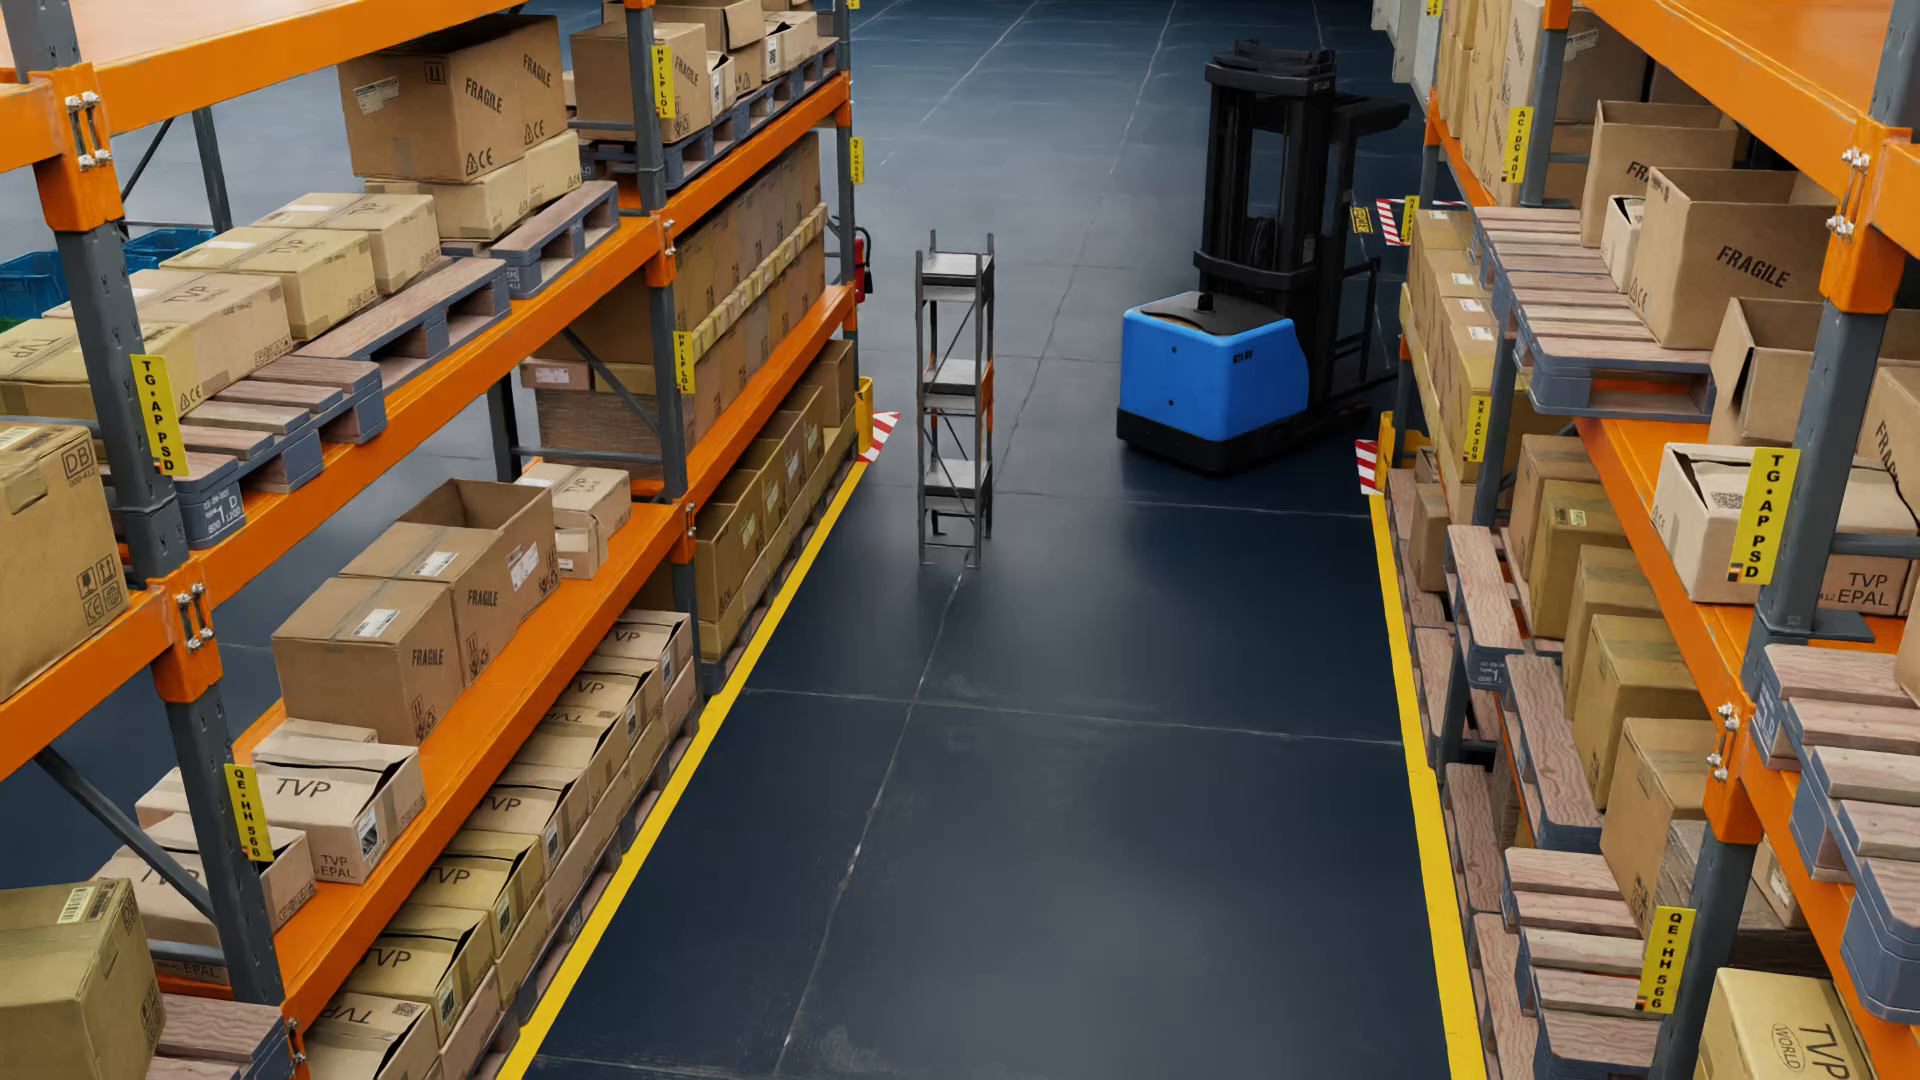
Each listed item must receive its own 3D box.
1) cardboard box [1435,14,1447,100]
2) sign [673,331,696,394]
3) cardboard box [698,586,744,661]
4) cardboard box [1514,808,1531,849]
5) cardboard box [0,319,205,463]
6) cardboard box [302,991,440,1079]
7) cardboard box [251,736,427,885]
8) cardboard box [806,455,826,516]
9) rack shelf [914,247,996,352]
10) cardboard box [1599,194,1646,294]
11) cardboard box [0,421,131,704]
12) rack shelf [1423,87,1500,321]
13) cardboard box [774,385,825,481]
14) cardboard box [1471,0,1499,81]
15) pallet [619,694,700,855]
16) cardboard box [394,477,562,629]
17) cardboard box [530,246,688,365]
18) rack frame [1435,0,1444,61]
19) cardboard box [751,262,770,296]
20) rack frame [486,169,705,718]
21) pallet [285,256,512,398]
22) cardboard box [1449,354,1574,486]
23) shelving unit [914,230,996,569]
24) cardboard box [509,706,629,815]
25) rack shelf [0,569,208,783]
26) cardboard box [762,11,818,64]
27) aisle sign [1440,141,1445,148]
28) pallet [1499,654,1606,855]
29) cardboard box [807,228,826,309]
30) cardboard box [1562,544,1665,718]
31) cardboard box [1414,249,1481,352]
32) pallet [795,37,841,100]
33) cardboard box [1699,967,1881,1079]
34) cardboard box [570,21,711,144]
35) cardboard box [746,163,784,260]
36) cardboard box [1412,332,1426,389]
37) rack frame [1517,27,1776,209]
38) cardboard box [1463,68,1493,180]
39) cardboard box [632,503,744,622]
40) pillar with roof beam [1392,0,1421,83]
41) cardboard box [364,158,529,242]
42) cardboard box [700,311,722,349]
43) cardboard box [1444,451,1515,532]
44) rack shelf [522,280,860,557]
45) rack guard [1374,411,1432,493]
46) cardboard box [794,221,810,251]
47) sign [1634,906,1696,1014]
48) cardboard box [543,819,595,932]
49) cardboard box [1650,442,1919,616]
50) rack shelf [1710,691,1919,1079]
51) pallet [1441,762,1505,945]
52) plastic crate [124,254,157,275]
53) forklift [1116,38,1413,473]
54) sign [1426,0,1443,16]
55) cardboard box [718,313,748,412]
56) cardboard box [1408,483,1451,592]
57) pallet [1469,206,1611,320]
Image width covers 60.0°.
[{"bbox_3d":[3.318,-3.056,10.561,0.500,0.500,0.500,5,25,10],"label":"cardboard box"},{"bbox_3d":[-1.386,-0.889,8.339,0.100,0.325,0.005,4,25,9],"label":"sign"},{"bbox_3d":[-1.548,0.448,9.503,0.500,0.250,0.500,4,25,9],"label":"cardboard box"},{"bbox_3d":[2.826,1.369,7.217,0.700,0.500,0.500,4,25,7],"label":"cardboard box"},{"bbox_3d":[-2.558,-0.436,4.786,0.500,0.250,0.500,2,25,5],"label":"cardboard box"},{"bbox_3d":[-2.201,1.841,5.865,0.500,0.311,0.500,5,26,10],"label":"cardboard box"},{"bbox_3d":[-2.239,0.918,5.855,0.500,0.311,0.500,4,25,8],"label":"cardboard box"},{"bbox_3d":[-1.215,-0.388,11.289,0.500,0.250,0.500,4,25,9],"label":"cardboard box"},{"bbox_3d":[-0.027,-1.503,10.366,0.431,0.518,0.480,4,25,9],"label":"rack shelf"},{"bbox_3d":[2.696,-1.120,6.177,0.500,0.311,0.500,5,26,10],"label":"cardboard box"},{"bbox_3d":[-2.614,0.020,4.014,0.910,0.500,0.500,4,25,9],"label":"cardboard box"},{"bbox_3d":[3.292,-1.962,9.213,1.077,0.370,4.000,4,25,9],"label":"rack shelf"},{"bbox_3d":[-1.212,-0.728,11.130,0.500,0.500,0.500,4,25,9],"label":"cardboard box"},{"bbox_3d":[2.934,-2.636,8.484,0.500,0.500,0.500,3,25,7],"label":"cardboard box"},{"bbox_3d":[-2.004,1.139,8.567,1.003,0.211,1.213,4,25,9],"label":"pallet"},{"bbox_3d":[-2.150,0.061,7.464,0.500,0.500,0.500,6,26,12],"label":"cardboard box"},{"bbox_3d":[-1.856,-1.253,8.741,0.700,0.500,0.500,4,25,9],"label":"cardboard box"},{"bbox_3d":[3.619,-4.483,10.212,1.000,3.000,0.127,4,25,9],"label":"rack frame"},{"bbox_3d":[-1.395,-1.625,10.299,0.380,0.149,0.250,4,25,8],"label":"cardboard box"},{"bbox_3d":[-1.923,-0.434,8.640,1.000,3.000,0.127,4,25,9],"label":"rack frame"},{"bbox_3d":[-2.374,-0.792,6.089,1.003,0.211,1.213,5,26,11],"label":"pallet"},{"bbox_3d":[2.737,-0.593,8.247,0.500,0.500,0.500,4,25,8],"label":"cardboard box"},{"bbox_3d":[-0.027,-0.882,10.657,0.431,2.100,0.503,4,25,9],"label":"shelving unit"},{"bbox_3d":[-1.869,0.983,7.699,0.500,0.311,0.500,4,25,8],"label":"cardboard box"},{"bbox_3d":[-2.903,1.042,2.795,1.077,0.370,4.000,4,25,9],"label":"rack shelf"},{"bbox_3d":[-1.197,-3.152,10.423,0.500,0.250,0.500,4,25,9],"label":"cardboard box"},{"bbox_3d":[3.335,-2.994,11.041,0.394,0.787,0.004,4,25,9],"label":"aisle sign"},{"bbox_3d":[2.595,0.836,6.151,1.003,0.211,1.213,4,25,9],"label":"pallet"},{"bbox_3d":[-1.358,-1.958,11.777,0.700,0.500,0.500,4,25,9],"label":"cardboard box"},{"bbox_3d":[2.673,0.384,6.254,0.700,0.500,0.500,8,26,16],"label":"cardboard box"},{"bbox_3d":[3.063,-1.446,10.070,0.500,0.500,0.500,3,25,7],"label":"cardboard box"},{"bbox_3d":[-1.410,-3.132,10.969,1.003,0.211,1.213,4,25,9],"label":"pallet"},{"bbox_3d":[1.978,1.236,3.695,0.500,0.250,0.500,5,25,10],"label":"cardboard box"},{"bbox_3d":[-1.580,-2.284,8.275,0.500,0.500,0.500,6,26,13],"label":"cardboard box"},{"bbox_3d":[-1.529,-2.092,10.534,0.700,0.500,0.500,4,25,9],"label":"cardboard box"},{"bbox_3d":[3.066,-1.094,10.202,0.500,0.250,0.500,4,25,8],"label":"cardboard box"},{"bbox_3d":[2.965,-2.810,6.638,1.000,3.000,0.127,4,25,9],"label":"rack frame"},{"bbox_3d":[2.952,-2.179,8.687,0.500,0.500,0.500,3,25,6],"label":"cardboard box"},{"bbox_3d":[-1.538,0.109,9.343,0.500,0.500,0.500,4,25,9],"label":"cardboard box"},{"bbox_3d":[3.052,-11.957,26.179,9.100,9.000,0.400,4,25,9],"label":"pillar with roof beam"},{"bbox_3d":[-2.120,-1.428,6.906,0.500,0.250,0.500,2,25,3],"label":"cardboard box"},{"bbox_3d":[-1.565,-1.195,9.382,0.380,0.149,0.250,4,25,8],"label":"cardboard box"},{"bbox_3d":[2.744,-0.253,8.405,0.500,0.250,0.500,4,25,9],"label":"cardboard box"},{"bbox_3d":[-1.596,-0.945,10.579,1.077,0.370,4.000,4,25,9],"label":"rack shelf"},{"bbox_3d":[3.606,-0.602,11.946,1.175,0.500,0.348,4,25,9],"label":"rack guard"},{"bbox_3d":[-1.226,-2.057,11.223,0.380,0.149,0.250,4,25,8],"label":"cardboard box"},{"bbox_3d":[1.775,1.058,4.179,0.100,0.325,0.005,4,25,9],"label":"sign"},{"bbox_3d":[-1.956,1.452,7.357,0.500,0.250,0.500,5,25,10],"label":"cardboard box"},{"bbox_3d":[2.163,-0.067,4.398,0.500,0.311,0.500,4,25,9],"label":"cardboard box"},{"bbox_3d":[1.985,1.384,2.065,1.077,0.370,4.000,4,25,9],"label":"rack shelf"},{"bbox_3d":[2.839,1.496,7.805,1.003,0.211,1.213,4,25,9],"label":"pallet"},{"bbox_3d":[-6.053,-1.883,11.911,0.499,0.251,0.408,4,25,9],"label":"plastic crate"},{"bbox_3d":[2.634,-2.333,12.776,3.031,2.935,1.130,-21,32,-37],"label":"forklift"},{"bbox_3d":[3.084,-3.558,10.743,0.100,0.325,0.005,4,25,9],"label":"sign"},{"bbox_3d":[-1.691,-1.096,9.936,0.700,0.500,0.500,4,25,9],"label":"cardboard box"},{"bbox_3d":[3.155,-0.008,10.158,0.700,0.500,0.500,2,25,5],"label":"cardboard box"},{"bbox_3d":[2.759,-1.115,6.778,1.213,0.211,1.003,4,25,9],"label":"pallet"}]
